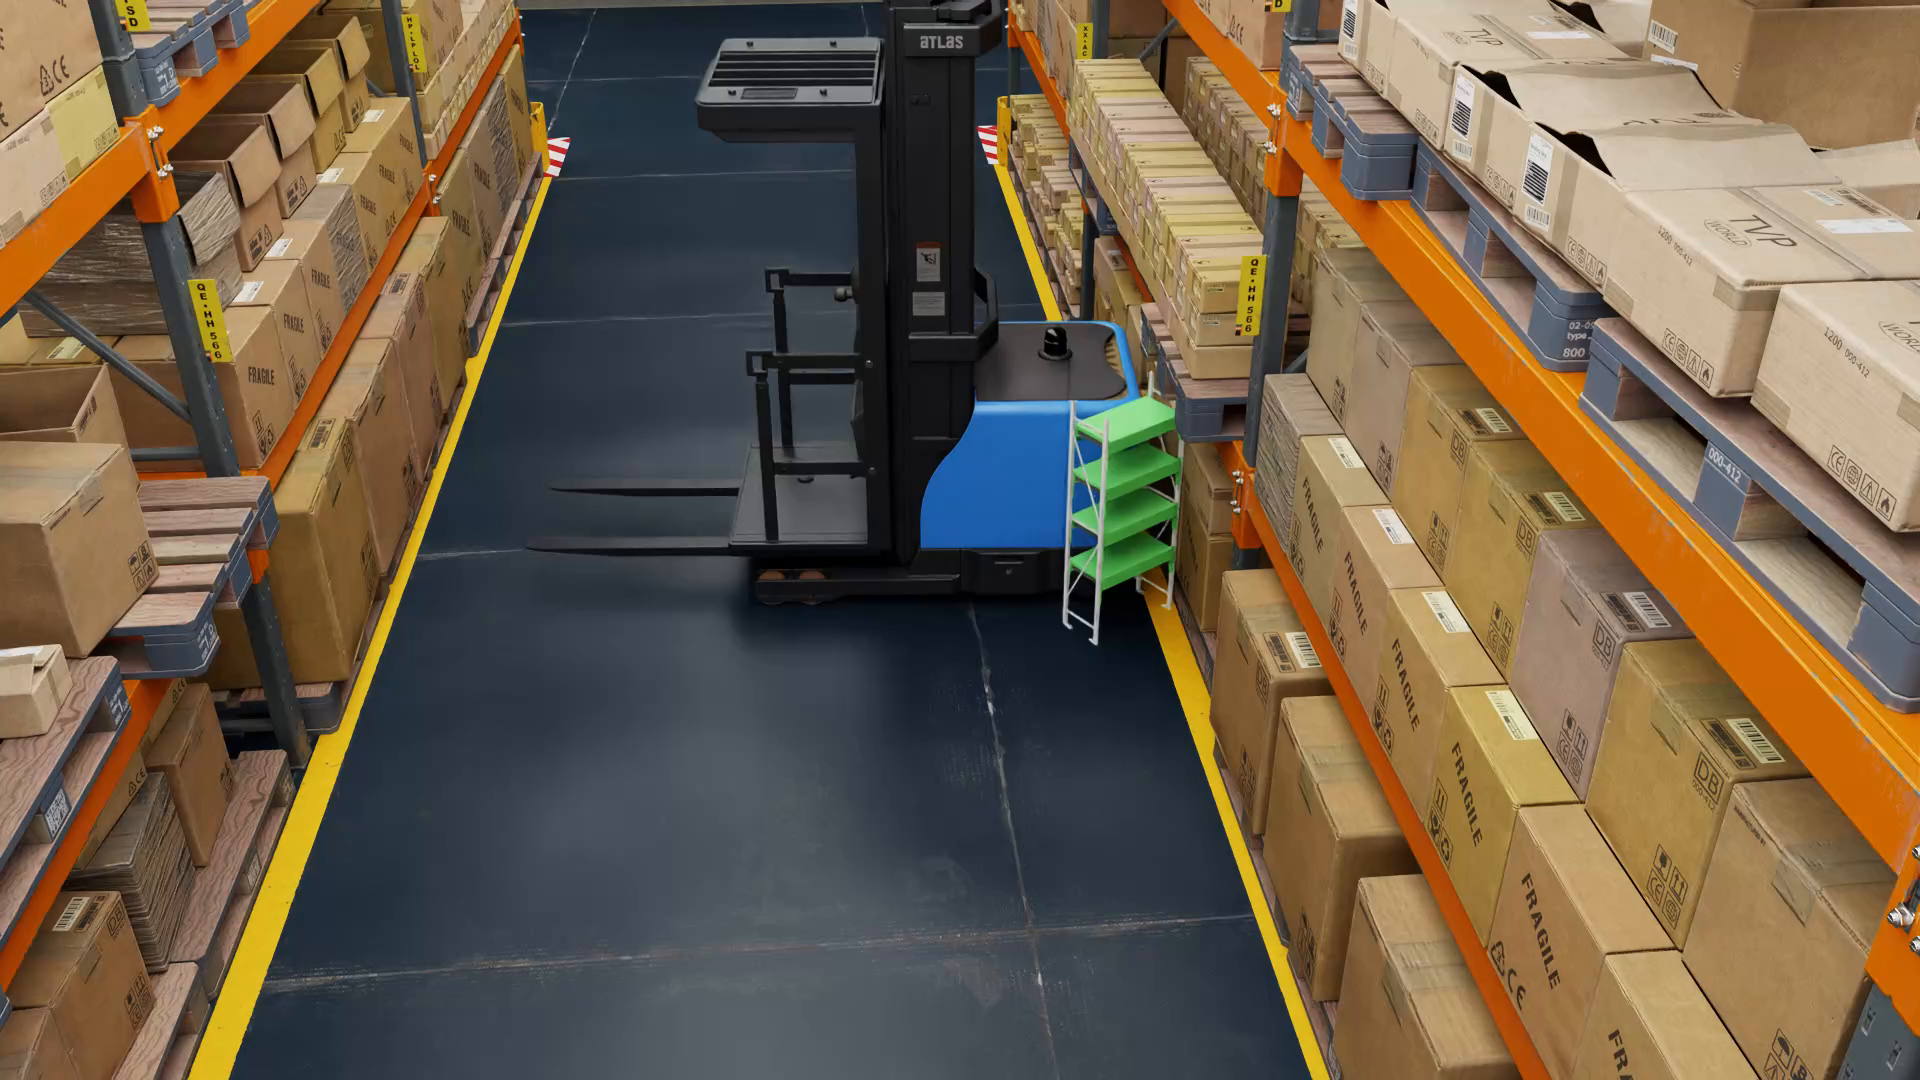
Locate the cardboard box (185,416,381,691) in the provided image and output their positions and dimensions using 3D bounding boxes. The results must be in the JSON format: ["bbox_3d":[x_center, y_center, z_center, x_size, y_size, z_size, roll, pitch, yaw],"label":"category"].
[{"bbox_3d":[-3.343,0.068,7.373,1.225,0.875,0.875,-4,31,-7],"label":"cardboard box"}]

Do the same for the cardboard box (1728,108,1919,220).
[{"bbox_3d":[2.058,-0.873,3.985,0.396,0.266,0.258,-3,31,-5],"label":"cardboard box"}]

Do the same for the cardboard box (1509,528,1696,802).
[{"bbox_3d":[1.873,0.300,4.250,0.700,0.500,0.500,-3,31,-4],"label":"cardboard box"}]

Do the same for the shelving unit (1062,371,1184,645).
[{"bbox_3d":[0.769,-0.142,7.817,0.503,1.200,0.258,-22,37,-32],"label":"shelving unit"}]

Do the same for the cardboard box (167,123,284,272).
[{"bbox_3d":[-3.410,-1.491,7.245,0.797,0.503,0.637,-2,31,-3],"label":"cardboard box"}]

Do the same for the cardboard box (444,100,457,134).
[{"bbox_3d":[-3.419,-2.680,10.557,0.380,0.149,0.250,-2,31,-3],"label":"cardboard box"}]

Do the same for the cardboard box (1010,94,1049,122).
[{"bbox_3d":[0.612,-3.509,13.490,0.380,0.149,0.250,-4,31,-7],"label":"cardboard box"}]

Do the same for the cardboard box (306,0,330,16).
[{"bbox_3d":[-3.982,-2.960,9.905,0.500,0.500,0.500,-2,31,-3],"label":"cardboard box"}]

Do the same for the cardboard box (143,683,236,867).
[{"bbox_3d":[-3.217,0.915,6.302,0.700,0.500,0.500,-4,31,-7],"label":"cardboard box"}]

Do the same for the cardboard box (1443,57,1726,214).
[{"bbox_3d":[1.592,-1.071,4.273,0.500,0.311,0.500,-3,31,-5],"label":"cardboard box"}]

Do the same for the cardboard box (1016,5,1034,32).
[{"bbox_3d":[0.642,-4.024,12.807,0.380,0.149,0.250,-4,31,-6],"label":"cardboard box"}]

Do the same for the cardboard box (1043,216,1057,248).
[{"bbox_3d":[0.802,-2.207,11.891,0.380,0.149,0.250,-3,31,-5],"label":"cardboard box"}]

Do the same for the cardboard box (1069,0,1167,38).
[{"bbox_3d":[0.962,-3.366,10.097,0.500,0.500,0.500,-4,31,-6],"label":"cardboard box"}]

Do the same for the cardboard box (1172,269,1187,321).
[{"bbox_3d":[1.122,-1.063,7.150,0.380,0.149,0.250,-2,31,-3],"label":"cardboard box"}]

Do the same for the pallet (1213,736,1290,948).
[{"bbox_3d":[1.647,1.107,6.691,1.003,0.211,1.213,-3,31,-5],"label":"pallet"}]

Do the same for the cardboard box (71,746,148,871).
[{"bbox_3d":[-3.147,0.863,5.658,0.500,0.250,0.500,1,31,1],"label":"cardboard box"}]

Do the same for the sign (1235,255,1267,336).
[{"bbox_3d":[1.109,-0.929,6.328,0.100,0.325,0.005,-3,31,-5],"label":"sign"}]

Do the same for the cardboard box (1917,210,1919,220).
[{"bbox_3d":[6.331,-1.783,10.472,0.875,0.875,0.875,-2,31,-3],"label":"cardboard box"}]

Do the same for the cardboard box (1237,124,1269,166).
[{"bbox_3d":[1.628,-2.005,8.438,0.380,0.149,0.250,-4,31,-7],"label":"cardboard box"}]

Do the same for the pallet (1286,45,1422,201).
[{"bbox_3d":[1.761,-1.377,5.389,1.213,0.211,1.003,-1,31,-2],"label":"pallet"}]

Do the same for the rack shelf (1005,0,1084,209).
[{"bbox_3d":[1.088,-3.251,11.969,1.077,0.370,4.000,-3,31,-5],"label":"rack shelf"}]

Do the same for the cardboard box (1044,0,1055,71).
[{"bbox_3d":[0.856,-3.462,11.233,0.500,0.500,0.500,-3,31,-5],"label":"cardboard box"}]

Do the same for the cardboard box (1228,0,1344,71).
[{"bbox_3d":[1.342,-2.107,6.329,0.500,0.500,0.500,-3,31,-5],"label":"cardboard box"}]

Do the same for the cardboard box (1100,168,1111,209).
[{"bbox_3d":[0.951,-1.861,8.776,0.380,0.149,0.250,-4,31,-7],"label":"cardboard box"}]

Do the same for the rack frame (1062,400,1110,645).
[{"bbox_3d":[0.577,-0.064,7.687,0.015,1.200,0.240,-22,37,-32],"label":"rack frame"}]

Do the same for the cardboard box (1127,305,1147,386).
[{"bbox_3d":[1.176,-1.046,8.872,0.500,0.250,0.500,-2,31,-3],"label":"cardboard box"}]

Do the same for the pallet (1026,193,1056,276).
[{"bbox_3d":[1.060,-2.307,12.407,1.003,0.211,1.213,-3,31,-5],"label":"pallet"}]

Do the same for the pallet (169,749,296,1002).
[{"bbox_3d":[-3.228,1.286,6.392,1.003,0.211,1.213,-3,31,-5],"label":"pallet"}]

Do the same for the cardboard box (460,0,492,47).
[{"bbox_3d":[-3.643,-3.705,11.883,0.500,0.250,0.500,-4,31,-6],"label":"cardboard box"}]

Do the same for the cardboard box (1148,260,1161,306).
[{"bbox_3d":[1.079,-1.184,7.643,0.380,0.149,0.250,-3,31,-5],"label":"cardboard box"}]

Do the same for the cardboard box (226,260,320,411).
[{"bbox_3d":[-3.124,-0.878,7.197,0.500,0.500,0.500,-4,31,-6],"label":"cardboard box"}]

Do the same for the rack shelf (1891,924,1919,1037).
[{"bbox_3d":[2.209,1.588,0.943,1.077,0.370,4.000,-3,31,-5],"label":"rack shelf"}]

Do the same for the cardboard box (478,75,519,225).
[{"bbox_3d":[-3.822,-2.875,12.301,0.875,0.875,0.875,-3,31,-5],"label":"cardboard box"}]

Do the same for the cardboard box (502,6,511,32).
[{"bbox_3d":[-3.660,-3.988,12.747,0.380,0.149,0.250,-2,31,-4],"label":"cardboard box"}]

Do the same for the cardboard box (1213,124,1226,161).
[{"bbox_3d":[1.585,-2.144,8.961,0.380,0.149,0.250,-4,31,-6],"label":"cardboard box"}]

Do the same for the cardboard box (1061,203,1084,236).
[{"bbox_3d":[0.889,-2.175,11.257,0.380,0.149,0.250,-3,31,-5],"label":"cardboard box"}]

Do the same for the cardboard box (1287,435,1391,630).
[{"bbox_3d":[1.472,-0.038,5.791,0.500,0.500,0.500,-3,31,-5],"label":"cardboard box"}]

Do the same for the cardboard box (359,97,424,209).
[{"bbox_3d":[-3.357,-2.170,9.360,0.500,0.500,0.500,-3,31,-4],"label":"cardboard box"}]

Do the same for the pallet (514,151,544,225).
[{"bbox_3d":[-3.894,-2.793,13.221,1.003,0.211,1.213,-3,31,-5],"label":"pallet"}]

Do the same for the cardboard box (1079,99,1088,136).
[{"bbox_3d":[0.880,-2.383,9.361,0.380,0.149,0.250,-3,31,-6],"label":"cardboard box"}]

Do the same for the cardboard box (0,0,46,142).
[{"bbox_3d":[-2.947,-1.363,4.596,0.500,0.500,0.500,-3,31,-5],"label":"cardboard box"}]

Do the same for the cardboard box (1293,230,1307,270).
[{"bbox_3d":[1.724,-1.356,7.641,0.380,0.149,0.250,-3,31,-4],"label":"cardboard box"}]

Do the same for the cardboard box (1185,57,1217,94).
[{"bbox_3d":[1.507,-2.671,9.552,0.380,0.149,0.250,-1,31,-2],"label":"cardboard box"}]

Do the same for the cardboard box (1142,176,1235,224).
[{"bbox_3d":[1.055,-1.574,7.716,0.380,0.149,0.250,-3,31,-5],"label":"cardboard box"}]

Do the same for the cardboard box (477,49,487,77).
[{"bbox_3d":[-3.543,-3.341,11.662,0.380,0.149,0.250,-2,31,-4],"label":"cardboard box"}]

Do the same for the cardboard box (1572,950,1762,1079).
[{"bbox_3d":[1.707,1.249,3.636,0.500,0.500,0.500,-3,31,-5],"label":"cardboard box"}]

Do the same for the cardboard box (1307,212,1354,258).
[{"bbox_3d":[1.752,-1.332,7.310,0.380,0.149,0.250,-3,31,-5],"label":"cardboard box"}]

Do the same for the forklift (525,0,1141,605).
[{"bbox_3d":[-0.652,-1.211,7.919,3.031,2.935,1.130,0,31,-1],"label":"forklift"}]

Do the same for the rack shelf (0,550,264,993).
[{"bbox_3d":[-3.112,1.019,4.820,1.077,0.370,4.000,-3,31,-5],"label":"rack shelf"}]

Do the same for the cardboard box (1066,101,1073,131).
[{"bbox_3d":[0.882,-2.692,10.576,0.380,0.149,0.250,-4,31,-6],"label":"cardboard box"}]

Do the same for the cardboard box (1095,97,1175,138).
[{"bbox_3d":[0.928,-2.243,8.835,0.380,0.149,0.250,-3,31,-5],"label":"cardboard box"}]

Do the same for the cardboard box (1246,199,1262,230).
[{"bbox_3d":[1.659,-1.617,8.367,0.380,0.149,0.250,-4,31,-6],"label":"cardboard box"}]

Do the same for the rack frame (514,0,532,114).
[{"bbox_3d":[-4.047,-4.395,13.183,1.000,3.000,0.127,-3,31,-5],"label":"rack frame"}]

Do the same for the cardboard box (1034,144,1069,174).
[{"bbox_3d":[0.754,-2.838,12.367,0.380,0.149,0.250,-2,31,-4],"label":"cardboard box"}]

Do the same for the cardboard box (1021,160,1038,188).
[{"bbox_3d":[0.682,-2.862,12.988,0.380,0.149,0.250,-2,31,-4],"label":"cardboard box"}]

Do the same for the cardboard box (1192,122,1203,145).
[{"bbox_3d":[1.534,-2.285,9.486,0.380,0.149,0.250,-3,31,-4],"label":"cardboard box"}]

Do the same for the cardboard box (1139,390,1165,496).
[{"bbox_3d":[1.216,-0.462,8.626,0.500,0.500,0.500,-4,31,-7],"label":"cardboard box"}]

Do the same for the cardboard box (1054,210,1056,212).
[{"bbox_3d":[0.875,-2.442,11.993,0.380,0.149,0.250,-4,31,-7],"label":"cardboard box"}]

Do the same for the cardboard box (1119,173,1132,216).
[{"bbox_3d":[1.002,-1.717,8.245,0.380,0.149,0.250,-3,31,-6],"label":"cardboard box"}]
